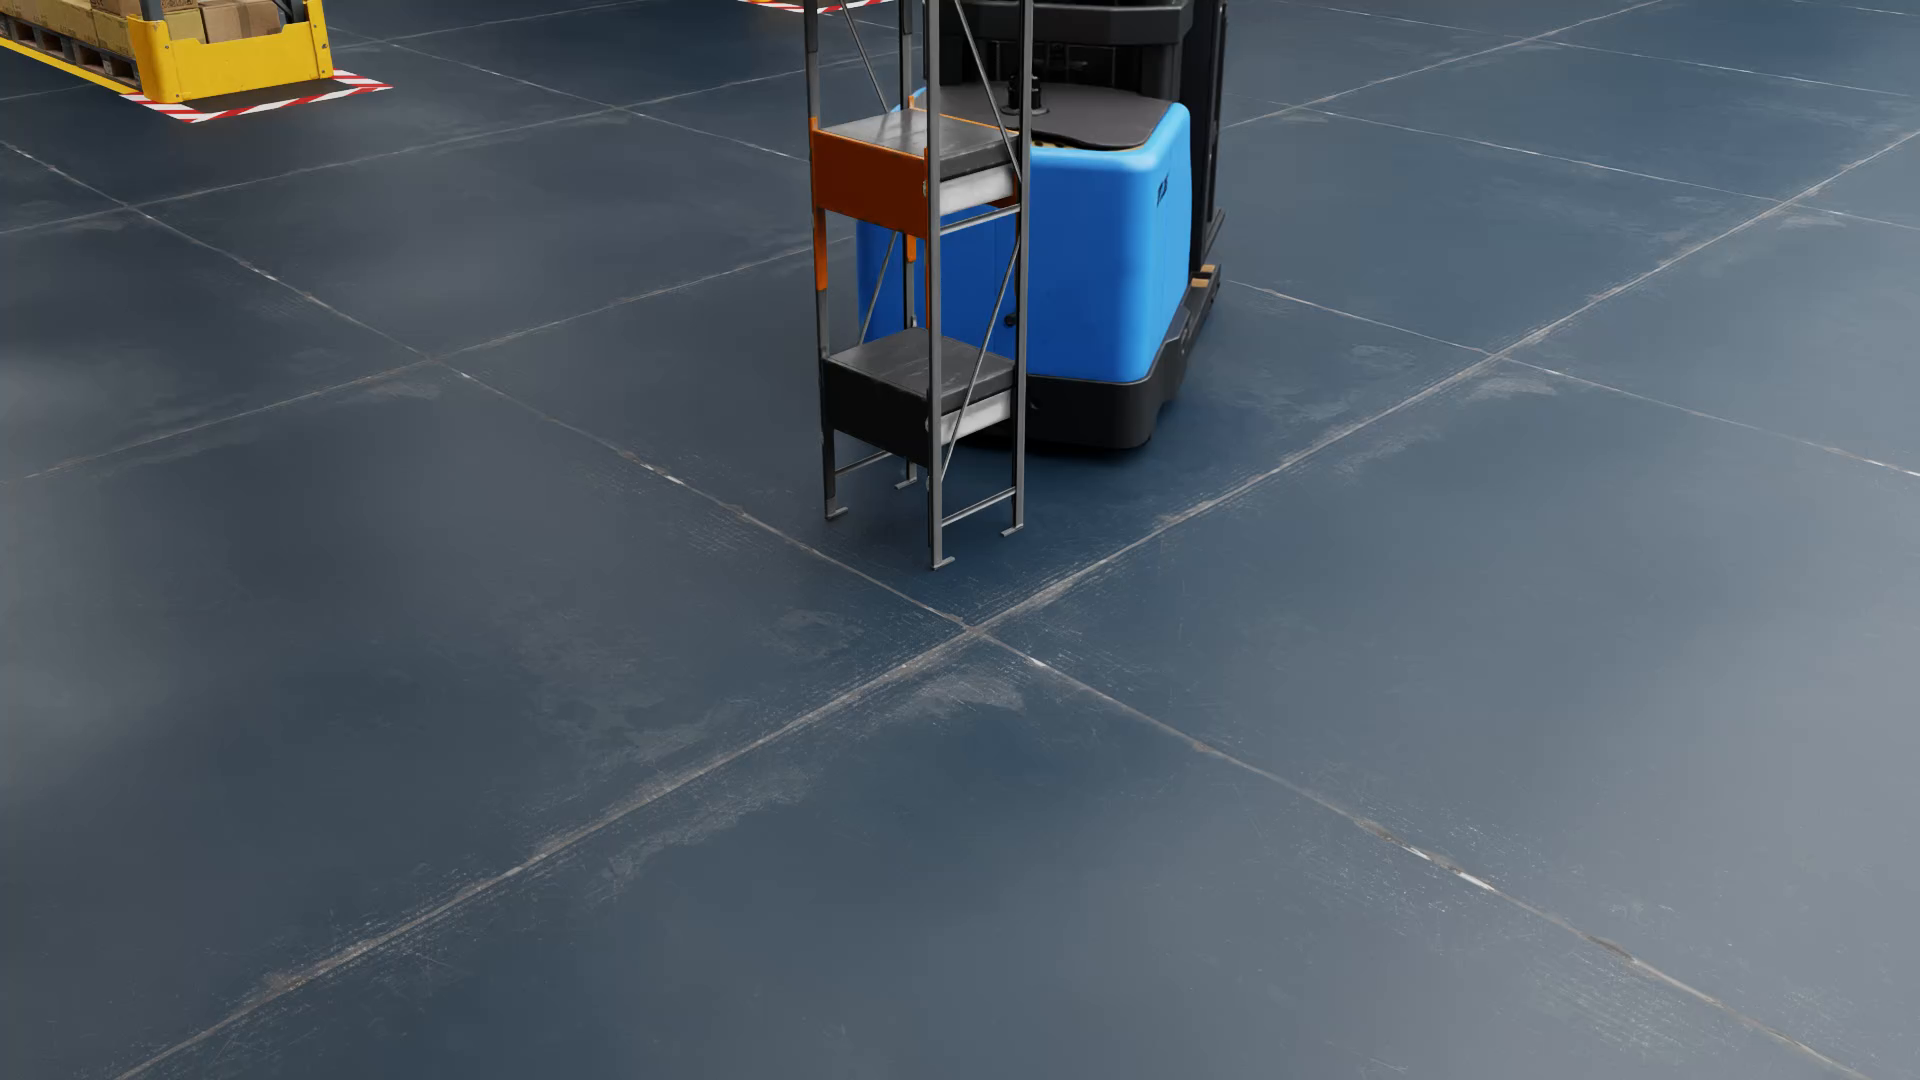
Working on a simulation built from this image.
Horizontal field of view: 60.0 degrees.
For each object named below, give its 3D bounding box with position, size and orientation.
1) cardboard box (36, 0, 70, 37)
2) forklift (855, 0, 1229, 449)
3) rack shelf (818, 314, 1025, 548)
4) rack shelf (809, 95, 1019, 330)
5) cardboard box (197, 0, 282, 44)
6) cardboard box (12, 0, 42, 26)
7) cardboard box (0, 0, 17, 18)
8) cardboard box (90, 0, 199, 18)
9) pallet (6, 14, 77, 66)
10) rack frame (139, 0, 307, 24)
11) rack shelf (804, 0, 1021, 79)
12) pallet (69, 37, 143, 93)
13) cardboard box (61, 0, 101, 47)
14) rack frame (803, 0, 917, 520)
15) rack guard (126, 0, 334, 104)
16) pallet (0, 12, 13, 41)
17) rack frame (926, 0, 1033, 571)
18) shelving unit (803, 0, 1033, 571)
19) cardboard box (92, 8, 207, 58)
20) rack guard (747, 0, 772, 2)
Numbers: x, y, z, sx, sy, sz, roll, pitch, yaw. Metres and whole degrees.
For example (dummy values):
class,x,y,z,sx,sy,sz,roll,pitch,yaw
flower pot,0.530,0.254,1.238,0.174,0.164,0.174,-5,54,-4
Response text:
class,x,y,z,sx,sy,sz,roll,pitch,yaw
cardboard box,-6.051,-3.690,11.547,0.500,0.250,0.500,25,36,38
forklift,0.508,-2.276,6.430,1.130,2.935,3.031,7,29,13
rack shelf,-0.118,-0.352,5.196,0.480,0.518,0.431,25,36,38
rack shelf,-0.118,-0.971,4.870,0.480,0.518,0.431,25,36,38
cardboard box,-4.965,-3.540,11.262,0.500,0.250,0.500,25,36,38
cardboard box,-6.406,-3.853,11.859,0.500,0.250,0.500,25,36,38
cardboard box,-6.767,-4.015,12.165,0.500,0.250,0.500,25,36,38
cardboard box,-5.330,-3.699,10.759,0.500,0.500,0.500,25,36,38
pallet,-6.179,-3.722,12.101,1.213,0.211,1.003,25,36,38
rack frame,-4.739,-4.322,10.247,0.127,3.000,1.000,25,36,38
rack shelf,-0.118,-1.591,4.545,0.480,0.518,0.431,25,36,38
pallet,-5.314,-3.324,11.344,1.213,0.211,1.003,25,36,38
cardboard box,-5.693,-3.527,11.238,0.500,0.250,0.500,25,36,38
rack frame,-0.292,-1.063,5.015,0.015,2.100,0.400,25,36,38
rack guard,-4.722,-3.208,10.814,0.348,0.500,1.175,25,36,38
pallet,-7.053,-4.120,12.858,1.213,0.211,1.003,25,36,38
rack frame,0.056,-0.904,4.713,0.015,2.100,0.400,25,36,38
shelving unit,-0.118,-0.983,4.864,0.503,2.100,0.431,25,36,38
cardboard box,-5.328,-3.368,10.935,0.500,0.250,0.500,25,36,38
rack guard,-1.351,-4.868,13.970,0.348,0.500,1.175,25,36,38
